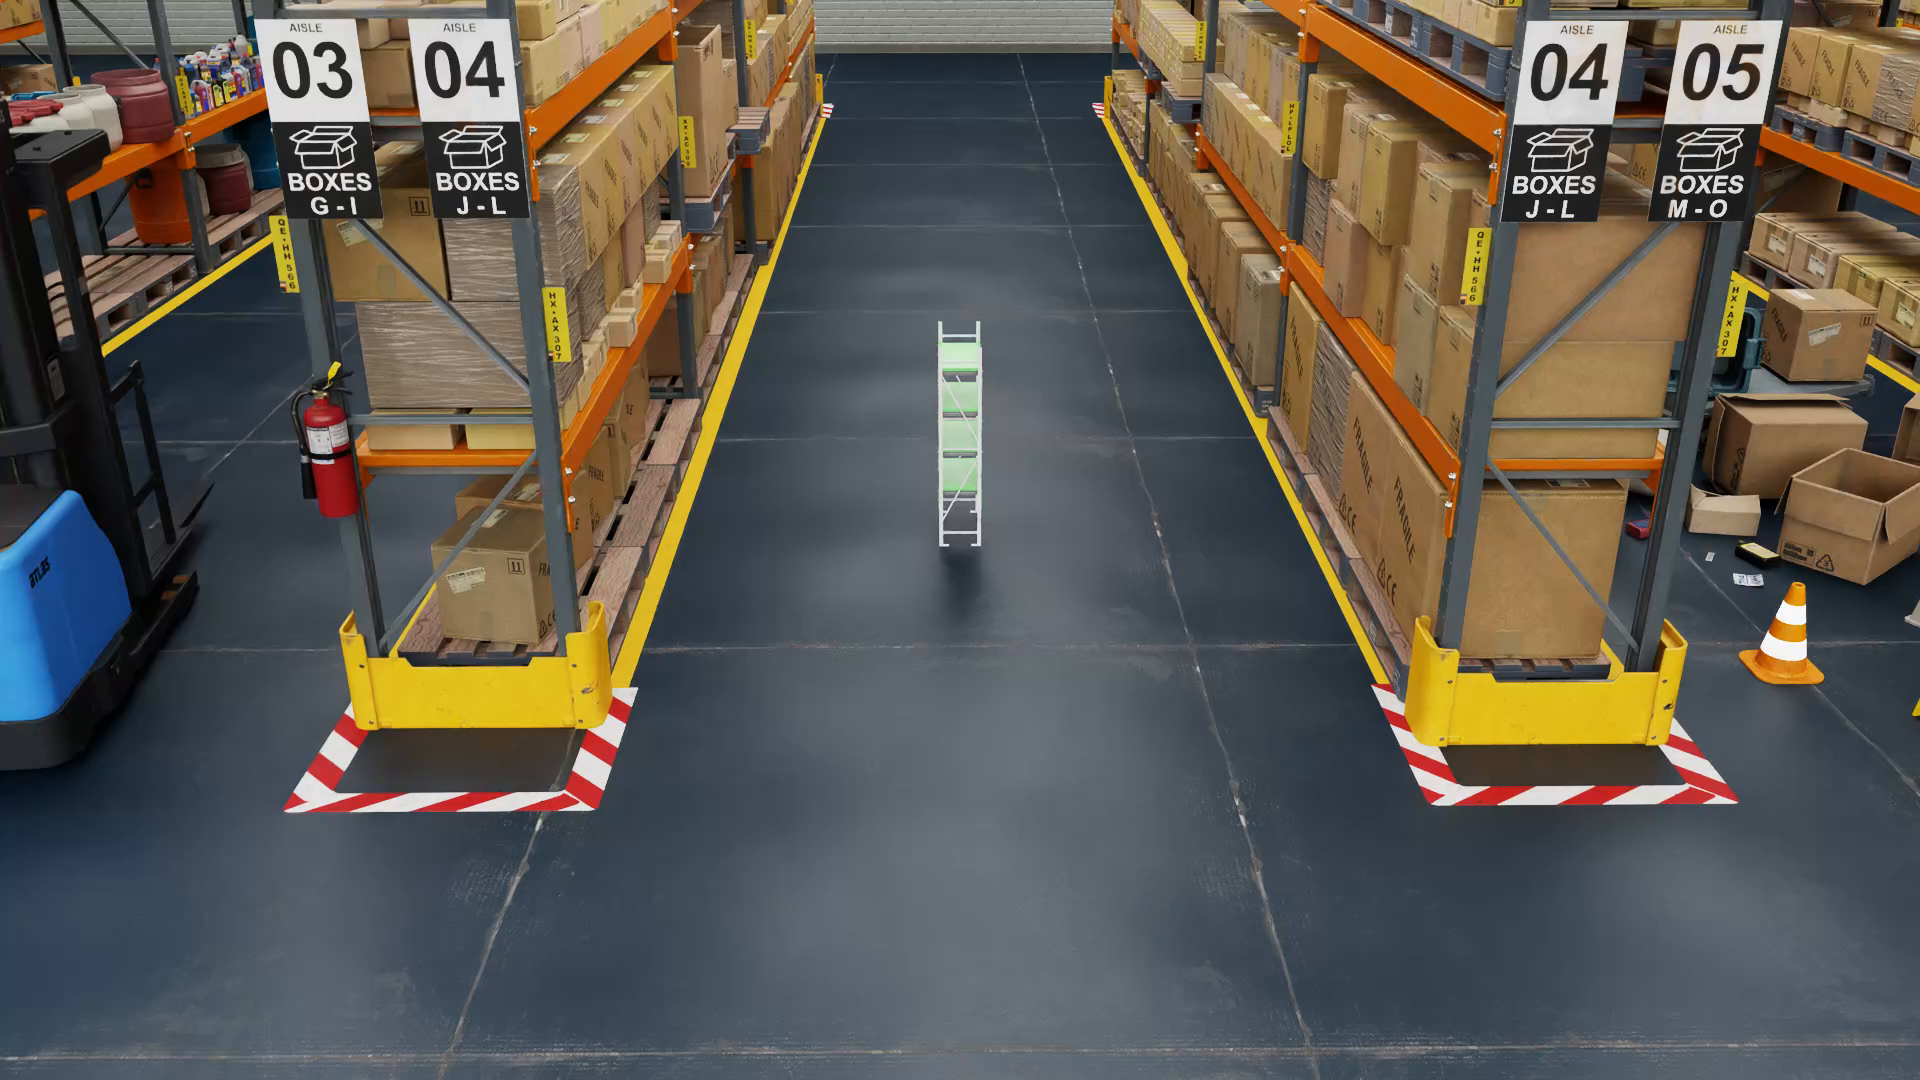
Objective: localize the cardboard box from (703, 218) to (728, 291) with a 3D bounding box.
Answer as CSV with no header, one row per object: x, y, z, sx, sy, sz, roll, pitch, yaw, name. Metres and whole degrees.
-2.305,-2.373,13.857,0.700,0.500,0.500,-2,24,-5,cardboard box

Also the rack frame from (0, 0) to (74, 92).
-12.344,-7.070,21.741,1.000,3.000,0.127,0,24,-1,rack frame

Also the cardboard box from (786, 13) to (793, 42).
-2.138,-5.726,18.592,0.500,0.250,0.500,-1,24,-2,cardboard box

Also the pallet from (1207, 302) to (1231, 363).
2.553,-1.700,13.252,1.003,0.211,1.213,0,24,-1,pallet

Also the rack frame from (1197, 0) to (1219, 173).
2.610,-3.797,14.505,1.000,3.000,0.127,0,24,-1,rack frame

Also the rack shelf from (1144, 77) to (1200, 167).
2.588,-4.293,16.475,1.077,0.370,4.000,0,24,-1,rack shelf

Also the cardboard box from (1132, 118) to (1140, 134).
2.209,-4.823,19.363,0.380,0.149,0.250,-1,24,-2,cardboard box

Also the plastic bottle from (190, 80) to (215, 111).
-6.990,-4.108,15.343,0.152,0.276,0.135,0,24,-1,plastic bottle

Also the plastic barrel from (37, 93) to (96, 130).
-7.074,-3.248,13.157,0.421,0.512,0.421,0,24,0,plastic barrel

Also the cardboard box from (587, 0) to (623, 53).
-2.034,-2.649,8.509,0.500,0.250,0.500,0,24,1,cardboard box

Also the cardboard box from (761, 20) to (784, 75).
-2.118,-5.115,17.297,0.500,0.500,0.500,0,24,1,cardboard box

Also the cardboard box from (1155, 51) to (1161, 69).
2.130,-4.716,16.332,0.380,0.149,0.250,-1,24,-3,cardboard box

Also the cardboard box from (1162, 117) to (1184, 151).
2.320,-4.104,16.798,0.500,0.250,0.500,1,24,1,cardboard box

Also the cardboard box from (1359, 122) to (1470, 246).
2.627,-1.889,8.795,0.875,0.550,0.500,0,24,-1,cardboard box

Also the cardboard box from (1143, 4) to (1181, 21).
2.120,-5.514,17.375,0.380,0.149,0.250,0,24,1,cardboard box

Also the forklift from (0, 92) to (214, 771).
-4.649,-0.859,8.093,1.130,2.935,3.031,-3,24,-6,forklift

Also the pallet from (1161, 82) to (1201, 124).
2.496,-4.003,15.193,1.213,0.211,1.003,0,24,-1,pallet

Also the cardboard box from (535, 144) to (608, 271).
-1.996,-1.590,7.931,0.500,0.500,0.500,0,24,-1,cardboard box

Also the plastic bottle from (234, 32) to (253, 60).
-7.667,-5.257,17.792,0.144,0.351,0.185,0,24,-1,plastic bottle

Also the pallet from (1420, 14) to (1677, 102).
2.679,-2.132,7.292,1.003,0.211,1.213,0,24,-1,pallet

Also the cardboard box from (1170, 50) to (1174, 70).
2.139,-4.429,15.337,0.380,0.149,0.250,0,24,1,cardboard box

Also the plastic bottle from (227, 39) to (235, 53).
-7.768,-5.181,17.707,0.061,0.283,0.133,0,24,-1,plastic bottle

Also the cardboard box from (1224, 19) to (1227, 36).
2.784,-4.980,16.195,0.380,0.149,0.250,-1,24,-1,cardboard box

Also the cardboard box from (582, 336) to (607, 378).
-2.019,-0.936,8.484,0.380,0.149,0.250,0,24,-1,cardboard box

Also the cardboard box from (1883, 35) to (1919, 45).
7.858,-3.834,13.596,0.500,0.500,0.500,-1,24,-1,cardboard box

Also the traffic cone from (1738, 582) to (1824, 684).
4.111,0.430,8.237,0.336,0.463,0.334,0,24,-1,traffic cone

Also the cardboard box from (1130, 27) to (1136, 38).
2.240,-6.091,19.883,0.380,0.149,0.250,0,24,0,cardboard box

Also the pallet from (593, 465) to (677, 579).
-2.248,-0.117,9.752,1.003,0.211,1.213,0,24,-1,pallet

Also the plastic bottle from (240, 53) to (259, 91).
-6.998,-4.589,16.315,0.144,0.351,0.185,0,24,-1,plastic bottle

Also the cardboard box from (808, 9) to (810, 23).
-2.099,-6.642,21.100,0.380,0.149,0.250,0,24,0,cardboard box

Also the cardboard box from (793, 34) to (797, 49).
-2.072,-5.690,18.996,0.380,0.149,0.250,1,24,1,cardboard box

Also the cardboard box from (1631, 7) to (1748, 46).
3.014,-2.132,6.858,0.380,0.149,0.250,0,24,0,cardboard box

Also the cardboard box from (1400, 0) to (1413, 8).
2.341,-2.649,8.000,0.380,0.149,0.250,0,24,0,cardboard box

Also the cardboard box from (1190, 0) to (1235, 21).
2.813,-5.831,18.521,0.500,0.500,0.500,-1,24,-2,cardboard box

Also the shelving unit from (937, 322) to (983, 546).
-0.002,-0.615,9.654,0.258,1.200,0.503,0,24,-1,shelving unit

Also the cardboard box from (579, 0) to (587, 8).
-2.016,-2.650,8.028,0.380,0.149,0.250,-1,24,-3,cardboard box

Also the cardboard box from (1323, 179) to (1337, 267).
2.698,-1.838,9.993,0.875,0.550,0.550,0,24,-1,cardboard box

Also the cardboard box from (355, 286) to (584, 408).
-2.242,-0.928,7.679,0.875,0.500,0.500,0,24,-1,cardboard box

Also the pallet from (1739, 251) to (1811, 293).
7.566,-2.268,14.509,1.003,0.211,1.213,0,24,-1,pallet

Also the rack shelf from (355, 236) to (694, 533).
-2.286,-1.016,9.230,1.077,0.370,4.000,0,24,-1,rack shelf

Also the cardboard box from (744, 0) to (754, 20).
-2.347,-4.889,15.581,0.797,0.503,0.637,0,24,1,cardboard box

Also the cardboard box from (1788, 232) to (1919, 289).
7.571,-2.318,13.914,0.950,0.372,0.625,-1,24,-2,cardboard box

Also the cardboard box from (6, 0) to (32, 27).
-12.058,-6.718,20.843,0.500,0.500,0.500,0,24,0,cardboard box

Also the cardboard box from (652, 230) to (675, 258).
-2.018,-1.863,10.534,0.380,0.149,0.250,0,24,-1,cardboard box

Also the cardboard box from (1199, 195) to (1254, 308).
2.539,-2.352,13.530,1.050,0.750,0.750,0,24,0,cardboard box

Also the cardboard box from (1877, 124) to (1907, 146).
7.345,-3.137,12.841,0.380,0.149,0.250,1,24,1,cardboard box

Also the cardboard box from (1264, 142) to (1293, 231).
2.380,-2.408,11.313,0.500,0.500,0.500,0,24,-1,cardboard box

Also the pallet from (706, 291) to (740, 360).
-2.333,-1.722,13.302,1.003,0.211,1.213,0,24,-1,pallet

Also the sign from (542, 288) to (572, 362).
-1.721,-0.917,7.086,0.100,0.325,0.005,0,24,-1,sign

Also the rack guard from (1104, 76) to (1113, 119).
2.523,-5.923,22.240,1.175,0.500,0.348,0,24,-1,rack guard

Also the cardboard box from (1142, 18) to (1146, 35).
2.115,-5.386,17.454,0.380,0.149,0.250,-1,24,-2,cardboard box

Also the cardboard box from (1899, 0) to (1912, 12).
12.176,-6.852,21.082,0.500,0.250,0.500,0,24,0,cardboard box

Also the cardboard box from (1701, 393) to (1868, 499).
5.077,-0.586,10.271,0.797,0.637,0.503,0,24,-1,cardboard box

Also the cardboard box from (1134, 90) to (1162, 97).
2.321,-5.394,20.264,0.380,0.149,0.250,0,24,0,cardboard box

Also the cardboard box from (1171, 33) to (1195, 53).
2.143,-4.556,15.257,0.380,0.149,0.250,0,24,1,cardboard box
